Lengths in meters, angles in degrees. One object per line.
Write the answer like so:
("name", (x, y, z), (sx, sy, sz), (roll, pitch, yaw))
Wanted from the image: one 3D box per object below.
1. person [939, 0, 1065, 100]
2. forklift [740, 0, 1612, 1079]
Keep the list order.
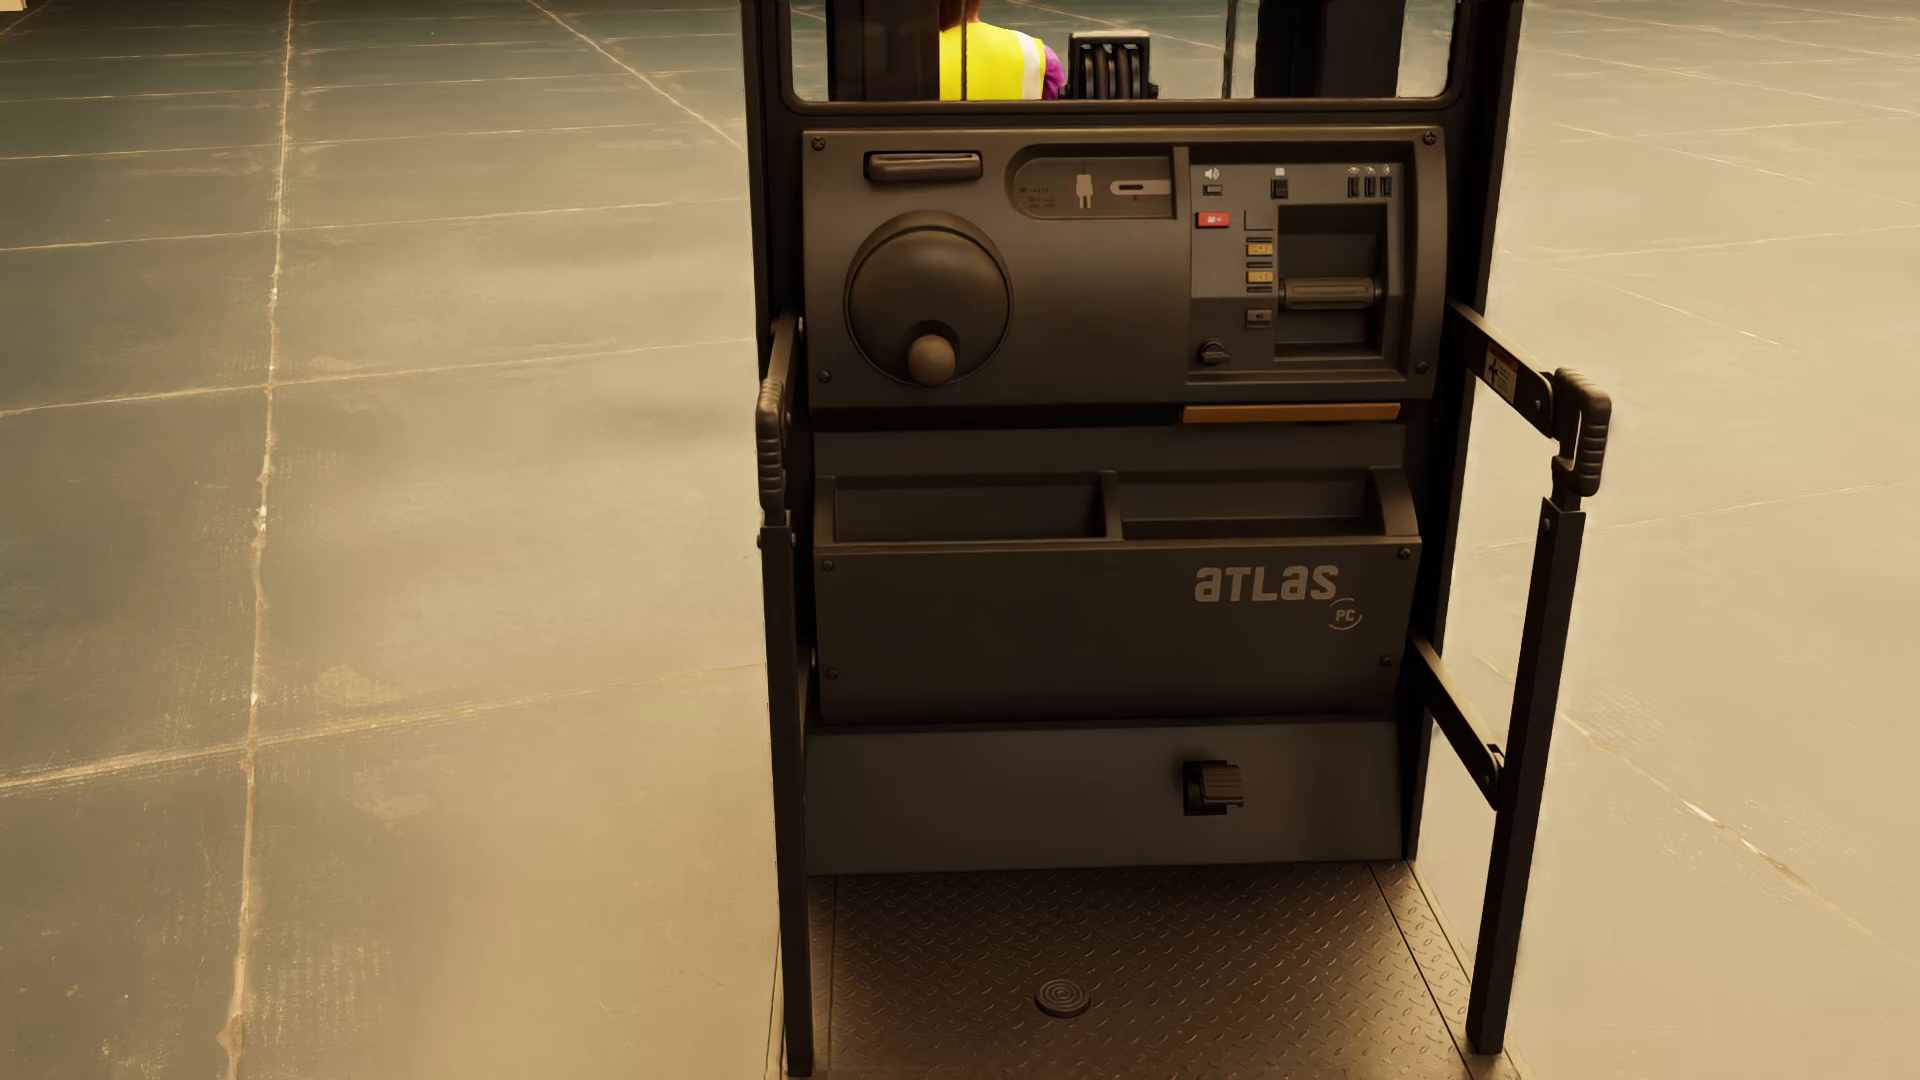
("person", (-0.018, -0.844, 4.797), (0.666, 1.759, 0.577), (-8, 24, -18))
("forklift", (0.252, -0.383, 2.209), (1.130, 2.935, 3.031), (-1, 23, -3))
